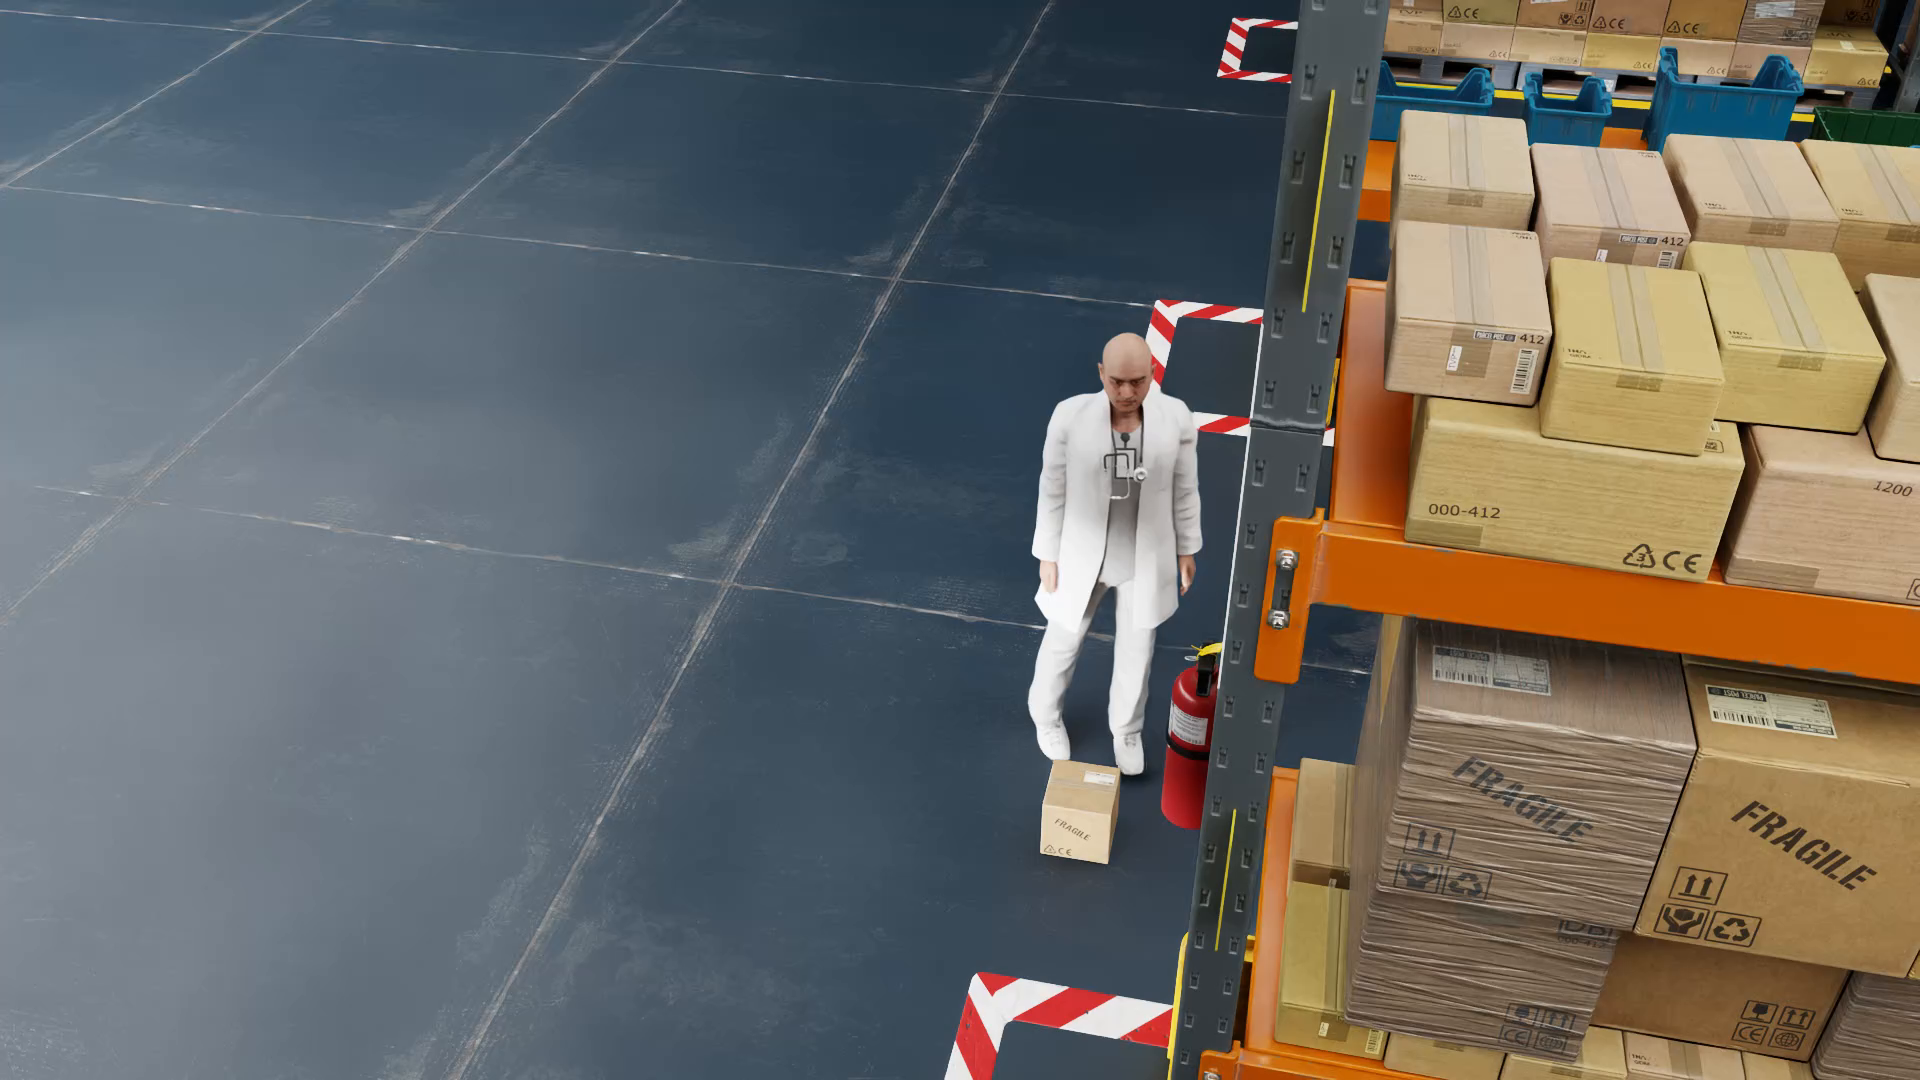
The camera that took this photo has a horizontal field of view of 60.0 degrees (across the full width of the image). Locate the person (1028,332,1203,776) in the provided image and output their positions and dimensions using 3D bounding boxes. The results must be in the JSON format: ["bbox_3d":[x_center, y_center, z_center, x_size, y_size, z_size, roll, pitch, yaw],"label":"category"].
[{"bbox_3d":[0.575,0.103,6.047,0.627,1.839,0.447,0,36,0],"label":"person"}]
